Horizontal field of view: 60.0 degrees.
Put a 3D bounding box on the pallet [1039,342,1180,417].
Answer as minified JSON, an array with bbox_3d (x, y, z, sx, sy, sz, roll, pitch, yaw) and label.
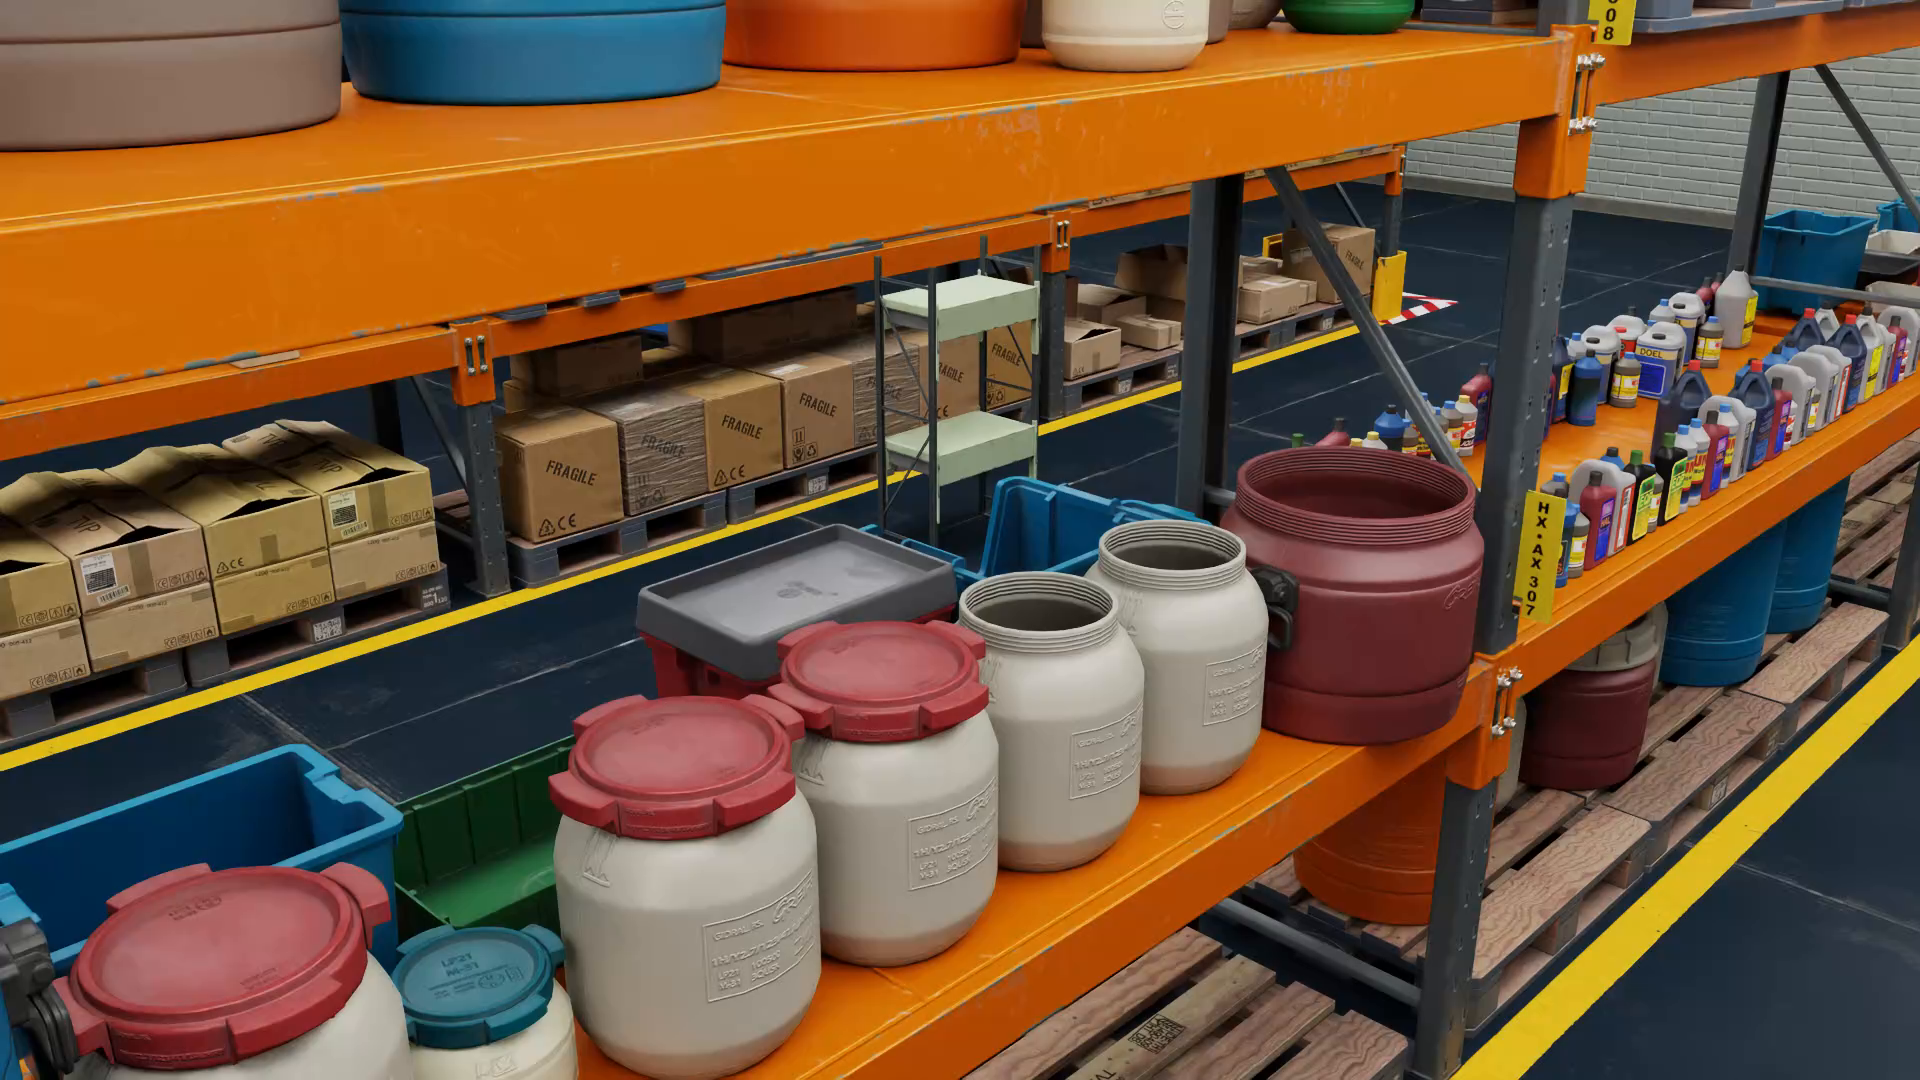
[{"bbox_3d":[0.735,-1.160,11.300,1.003,0.211,1.213,19,28,41],"label":"pallet"}]

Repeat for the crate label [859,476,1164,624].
[{"bbox_3d":[0.124,0.154,3.943,0.502,0.435,0.616,19,28,41],"label":"crate label"}]

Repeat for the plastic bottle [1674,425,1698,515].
[{"bbox_3d":[2.222,-0.223,5.152,0.097,0.271,0.097,0,21,0],"label":"plastic bottle"}]

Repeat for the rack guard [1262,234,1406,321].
[{"bbox_3d":[2.992,-2.128,13.413,1.175,0.500,0.348,19,28,41],"label":"rack guard"}]

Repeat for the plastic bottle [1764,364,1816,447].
[{"bbox_3d":[2.896,-0.487,5.834,0.152,0.276,0.135,19,28,41],"label":"plastic bottle"}]

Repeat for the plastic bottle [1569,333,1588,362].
[{"bbox_3d":[2.297,-0.641,6.240,0.097,0.271,0.097,0,21,0],"label":"plastic bottle"}]

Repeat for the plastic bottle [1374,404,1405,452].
[{"bbox_3d":[1.378,-0.302,5.359,0.097,0.271,0.097,0,21,0],"label":"plastic bottle"}]

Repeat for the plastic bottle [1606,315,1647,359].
[{"bbox_3d":[2.560,-0.726,6.454,0.152,0.276,0.135,19,28,41],"label":"plastic bottle"}]

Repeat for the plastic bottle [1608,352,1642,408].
[{"bbox_3d":[2.500,-0.605,6.244,0.097,0.201,0.097,0,21,0],"label":"plastic bottle"}]

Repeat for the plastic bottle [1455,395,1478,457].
[{"bbox_3d":[1.718,-0.394,5.697,0.097,0.201,0.097,0,21,0],"label":"plastic bottle"}]

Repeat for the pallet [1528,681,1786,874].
[{"bbox_3d":[2.382,0.760,6.304,1.003,0.211,1.213,19,28,41],"label":"pallet"}]

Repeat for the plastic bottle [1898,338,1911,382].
[{"bbox_3d":[3.697,-0.733,6.579,0.097,0.201,0.097,0,21,0],"label":"plastic bottle"}]

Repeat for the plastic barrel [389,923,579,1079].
[{"bbox_3d":[-0.746,0.774,2.572,0.301,0.262,0.301,0,21,0],"label":"plastic barrel"}]

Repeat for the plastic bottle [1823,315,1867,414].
[{"bbox_3d":[3.266,-0.656,6.170,0.144,0.351,0.185,19,28,41],"label":"plastic bottle"}]

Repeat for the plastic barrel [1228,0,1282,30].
[{"bbox_3d":[0.575,-1.466,3.871,0.421,0.512,0.421,0,21,0],"label":"plastic barrel"}]

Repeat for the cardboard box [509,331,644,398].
[{"bbox_3d":[-2.015,-0.961,8.719,0.500,0.250,0.500,-19,28,-40],"label":"cardboard box"}]

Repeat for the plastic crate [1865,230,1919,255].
[{"bbox_3d":[4.801,-1.473,8.509,0.293,0.136,0.466,19,28,41],"label":"plastic crate"}]

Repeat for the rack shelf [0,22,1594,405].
[{"bbox_3d":[-0.384,-0.567,2.691,1.077,0.370,4.000,19,28,41],"label":"rack shelf"}]

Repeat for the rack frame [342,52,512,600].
[{"bbox_3d":[-2.535,-1.258,7.665,1.000,3.000,0.127,19,28,41],"label":"rack frame"}]

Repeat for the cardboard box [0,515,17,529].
[{"bbox_3d":[-4.187,0.029,6.783,0.500,0.311,0.500,19,28,40],"label":"cardboard box"}]

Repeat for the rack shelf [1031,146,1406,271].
[{"bbox_3d":[1.650,-2.464,11.807,1.077,0.370,4.000,19,28,41],"label":"rack shelf"}]

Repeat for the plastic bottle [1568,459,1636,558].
[{"bbox_3d":[1.867,-0.108,4.848,0.152,0.276,0.135,19,28,41],"label":"plastic bottle"}]

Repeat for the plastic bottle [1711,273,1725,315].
[{"bbox_3d":[3.240,-1.003,7.166,0.061,0.283,0.133,19,28,41],"label":"plastic bottle"}]

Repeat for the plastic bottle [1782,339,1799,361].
[{"bbox_3d":[3.049,-0.606,6.149,0.097,0.271,0.097,0,21,0],"label":"plastic bottle"}]

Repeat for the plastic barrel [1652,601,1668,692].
[{"bbox_3d":[2.458,0.361,6.338,0.421,0.512,0.421,0,21,0],"label":"plastic barrel"}]

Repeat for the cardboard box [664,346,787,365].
[{"bbox_3d":[-1.328,-0.865,9.514,0.500,0.500,0.500,18,27,39],"label":"cardboard box"}]

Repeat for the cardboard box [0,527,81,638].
[{"bbox_3d":[-3.787,0.157,6.451,0.500,0.311,0.500,-19,28,-41],"label":"cardboard box"}]

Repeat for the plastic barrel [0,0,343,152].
[{"bbox_3d":[-1.124,-0.976,2.053,0.600,0.901,0.600,0,21,0],"label":"plastic barrel"}]

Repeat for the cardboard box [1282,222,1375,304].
[{"bbox_3d":[2.843,-2.151,12.861,0.500,0.500,0.500,19,28,41],"label":"cardboard box"}]

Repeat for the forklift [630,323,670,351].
[{"bbox_3d":[-2.527,-2.831,11.855,3.031,2.935,1.130,13,24,30],"label":"forklift"}]

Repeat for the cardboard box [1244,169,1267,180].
[{"bbox_3d":[1.865,-2.787,11.505,0.500,0.500,0.500,19,28,40],"label":"cardboard box"}]

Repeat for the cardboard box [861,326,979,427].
[{"bbox_3d":[-0.235,-1.001,9.868,0.500,0.500,0.500,19,28,41],"label":"cardboard box"}]

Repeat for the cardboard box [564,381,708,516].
[{"bbox_3d":[-1.652,-0.478,8.507,0.500,0.500,0.500,18,27,39],"label":"cardboard box"}]

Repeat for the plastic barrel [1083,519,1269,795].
[{"bbox_3d":[0.446,0.249,3.590,0.421,0.512,0.421,0,21,0],"label":"plastic barrel"}]

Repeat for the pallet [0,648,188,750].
[{"bbox_3d":[-3.989,0.558,6.829,1.003,0.211,1.213,19,28,41],"label":"pallet"}]

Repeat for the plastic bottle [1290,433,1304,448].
[{"bbox_3d":[0.988,-0.173,5.007,0.061,0.283,0.133,19,28,41],"label":"plastic bottle"}]

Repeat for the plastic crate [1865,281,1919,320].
[{"bbox_3d":[4.229,-1.034,7.367,0.396,0.136,0.243,19,28,41],"label":"plastic crate"}]

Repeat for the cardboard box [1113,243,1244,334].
[{"bbox_3d":[1.562,-1.810,11.969,0.797,0.503,0.637,19,28,41],"label":"cardboard box"}]

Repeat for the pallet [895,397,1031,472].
[{"bbox_3d":[-0.285,-0.766,10.272,1.003,0.211,1.213,19,28,41],"label":"pallet"}]

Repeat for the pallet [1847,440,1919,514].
[{"bbox_3d":[5.138,-0.257,8.950,1.003,0.211,1.213,19,28,41],"label":"pallet"}]

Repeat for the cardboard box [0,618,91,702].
[{"bbox_3d":[-3.794,0.421,6.545,0.500,0.250,0.500,-20,28,-41],"label":"cardboard box"}]

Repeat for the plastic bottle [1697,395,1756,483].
[{"bbox_3d":[2.512,-0.346,5.466,0.152,0.276,0.135,19,28,41],"label":"plastic bottle"}]

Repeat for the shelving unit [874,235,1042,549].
[{"bbox_3d":[-0.005,-0.698,8.301,0.431,1.500,0.755,19,28,41],"label":"shelving unit"}]

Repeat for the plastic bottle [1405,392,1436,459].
[{"bbox_3d":[1.514,-0.352,5.489,0.097,0.271,0.097,0,21,0],"label":"plastic bottle"}]

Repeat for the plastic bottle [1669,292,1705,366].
[{"bbox_3d":[2.950,-0.869,6.829,0.152,0.276,0.135,19,28,41],"label":"plastic bottle"}]

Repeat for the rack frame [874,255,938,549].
[{"bbox_3d":[-0.260,-0.604,8.056,0.400,1.500,0.023,19,28,41],"label":"rack frame"}]

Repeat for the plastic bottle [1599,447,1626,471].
[{"bbox_3d":[1.924,-0.144,4.948,0.097,0.271,0.097,0,21,0],"label":"plastic bottle"}]

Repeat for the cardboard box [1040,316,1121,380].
[{"bbox_3d":[0.703,-1.290,10.884,0.500,0.311,0.500,19,28,41],"label":"cardboard box"}]
